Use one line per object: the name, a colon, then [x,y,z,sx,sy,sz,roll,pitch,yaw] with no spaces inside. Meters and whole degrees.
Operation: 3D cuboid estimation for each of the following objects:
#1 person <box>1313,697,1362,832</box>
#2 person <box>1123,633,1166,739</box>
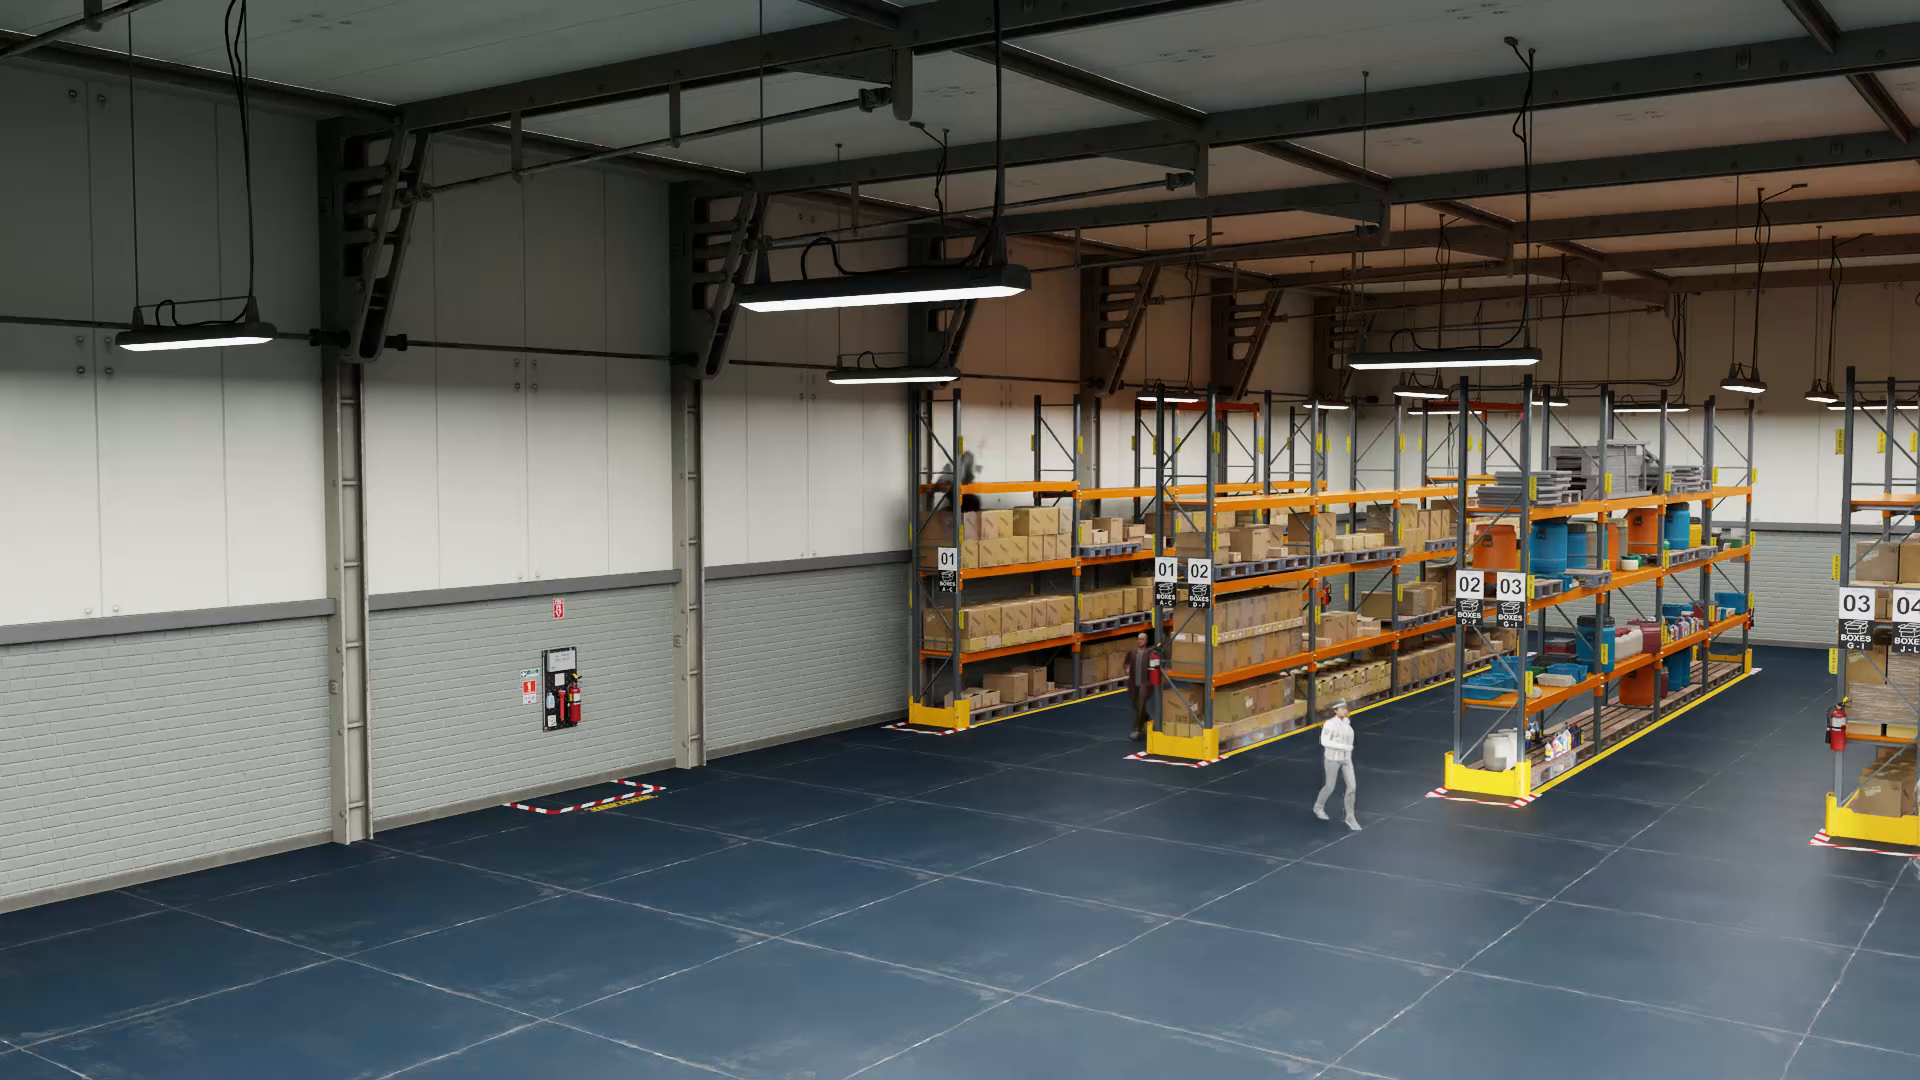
person: [4.941,2.916,21.829,0.578,1.742,0.783,-2,4,-27]
person: [3.114,2.464,28.436,0.719,1.764,0.984,2,4,29]
